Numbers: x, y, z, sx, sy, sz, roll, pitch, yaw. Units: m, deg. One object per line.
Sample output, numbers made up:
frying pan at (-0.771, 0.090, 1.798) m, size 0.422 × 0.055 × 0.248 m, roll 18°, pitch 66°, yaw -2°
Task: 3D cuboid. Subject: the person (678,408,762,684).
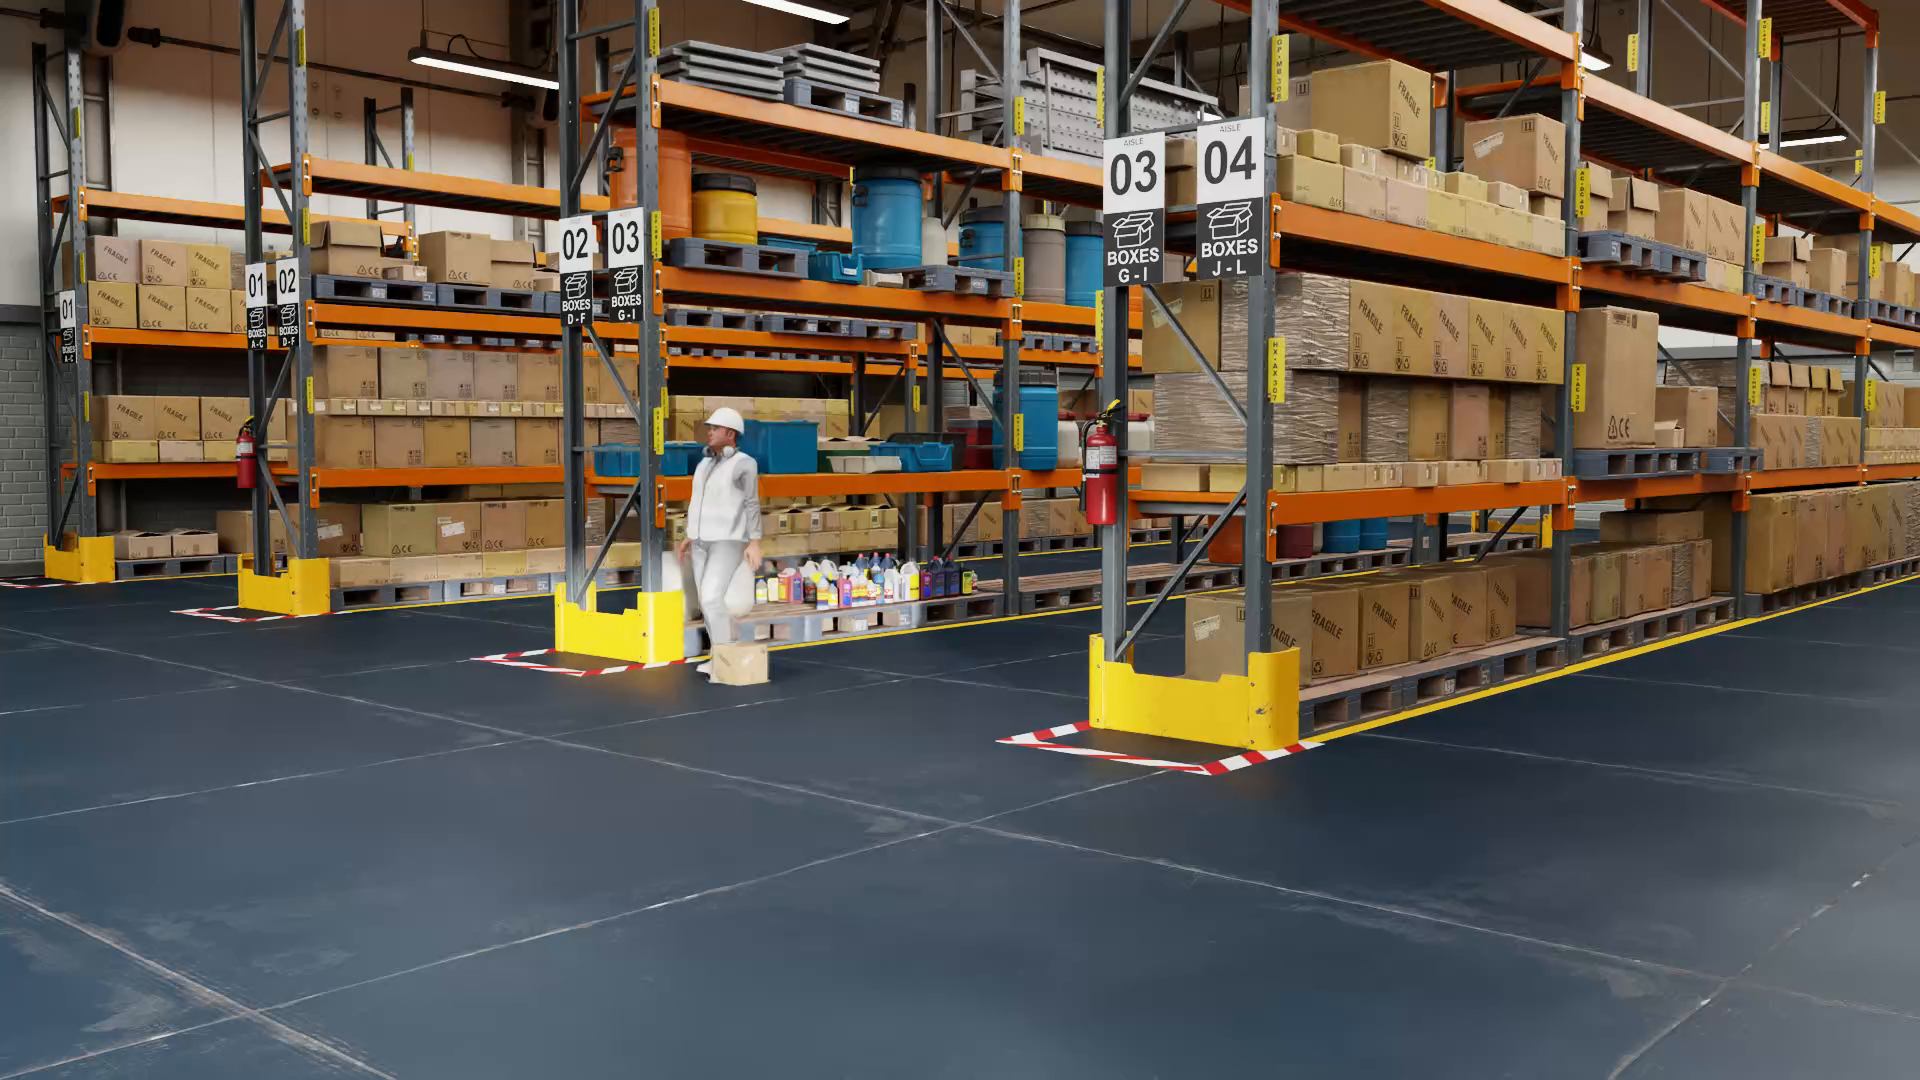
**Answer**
person at (-1.620, 0.040, 10.956) m, size 0.584 × 1.821 × 0.494 m, roll 3°, pitch 4°, yaw 38°
